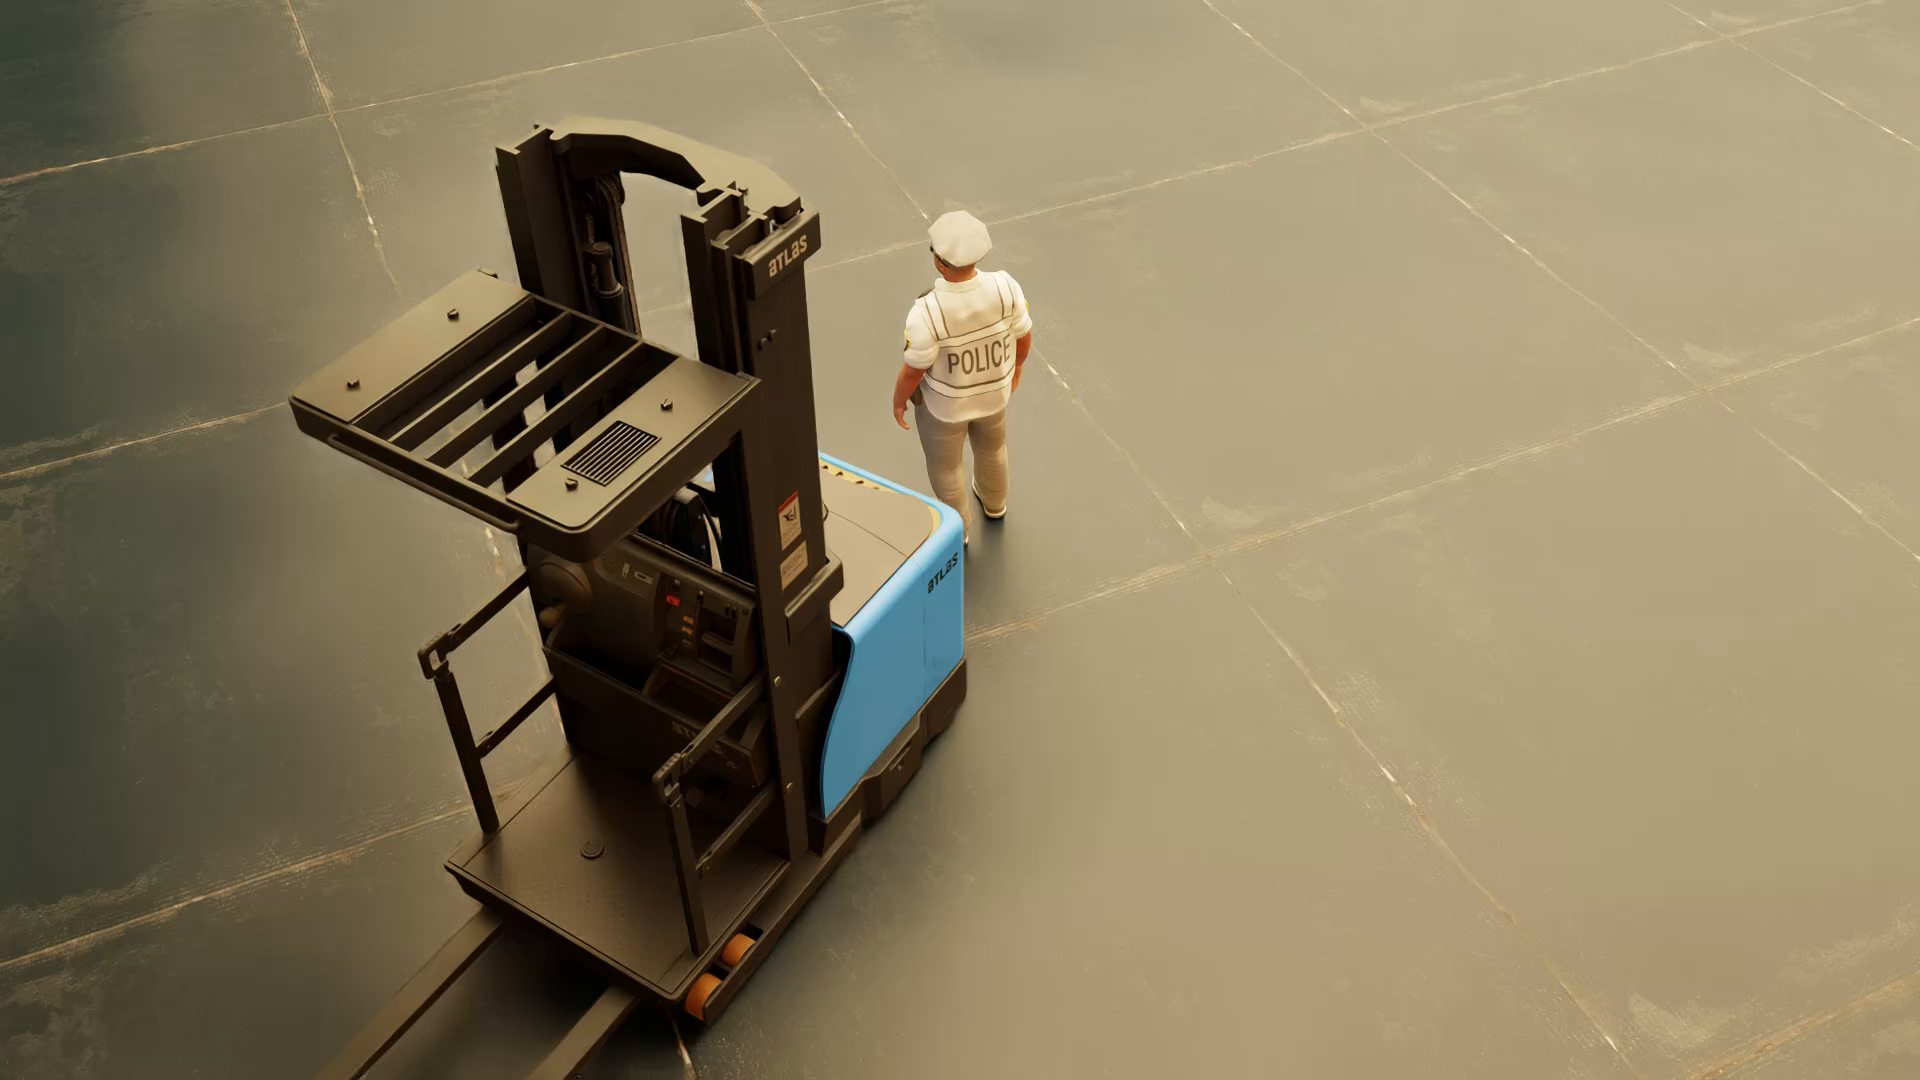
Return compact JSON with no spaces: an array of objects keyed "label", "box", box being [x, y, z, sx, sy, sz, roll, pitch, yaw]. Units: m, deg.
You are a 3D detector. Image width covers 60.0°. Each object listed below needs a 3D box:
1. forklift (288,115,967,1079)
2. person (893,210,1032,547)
[{"label":"forklift","box":[-1.179,0.282,5.378,1.130,2.935,3.031,23,48,23]},{"label":"person","box":[-0.022,-0.707,7.272,0.640,1.777,0.575,-18,46,-18]}]
